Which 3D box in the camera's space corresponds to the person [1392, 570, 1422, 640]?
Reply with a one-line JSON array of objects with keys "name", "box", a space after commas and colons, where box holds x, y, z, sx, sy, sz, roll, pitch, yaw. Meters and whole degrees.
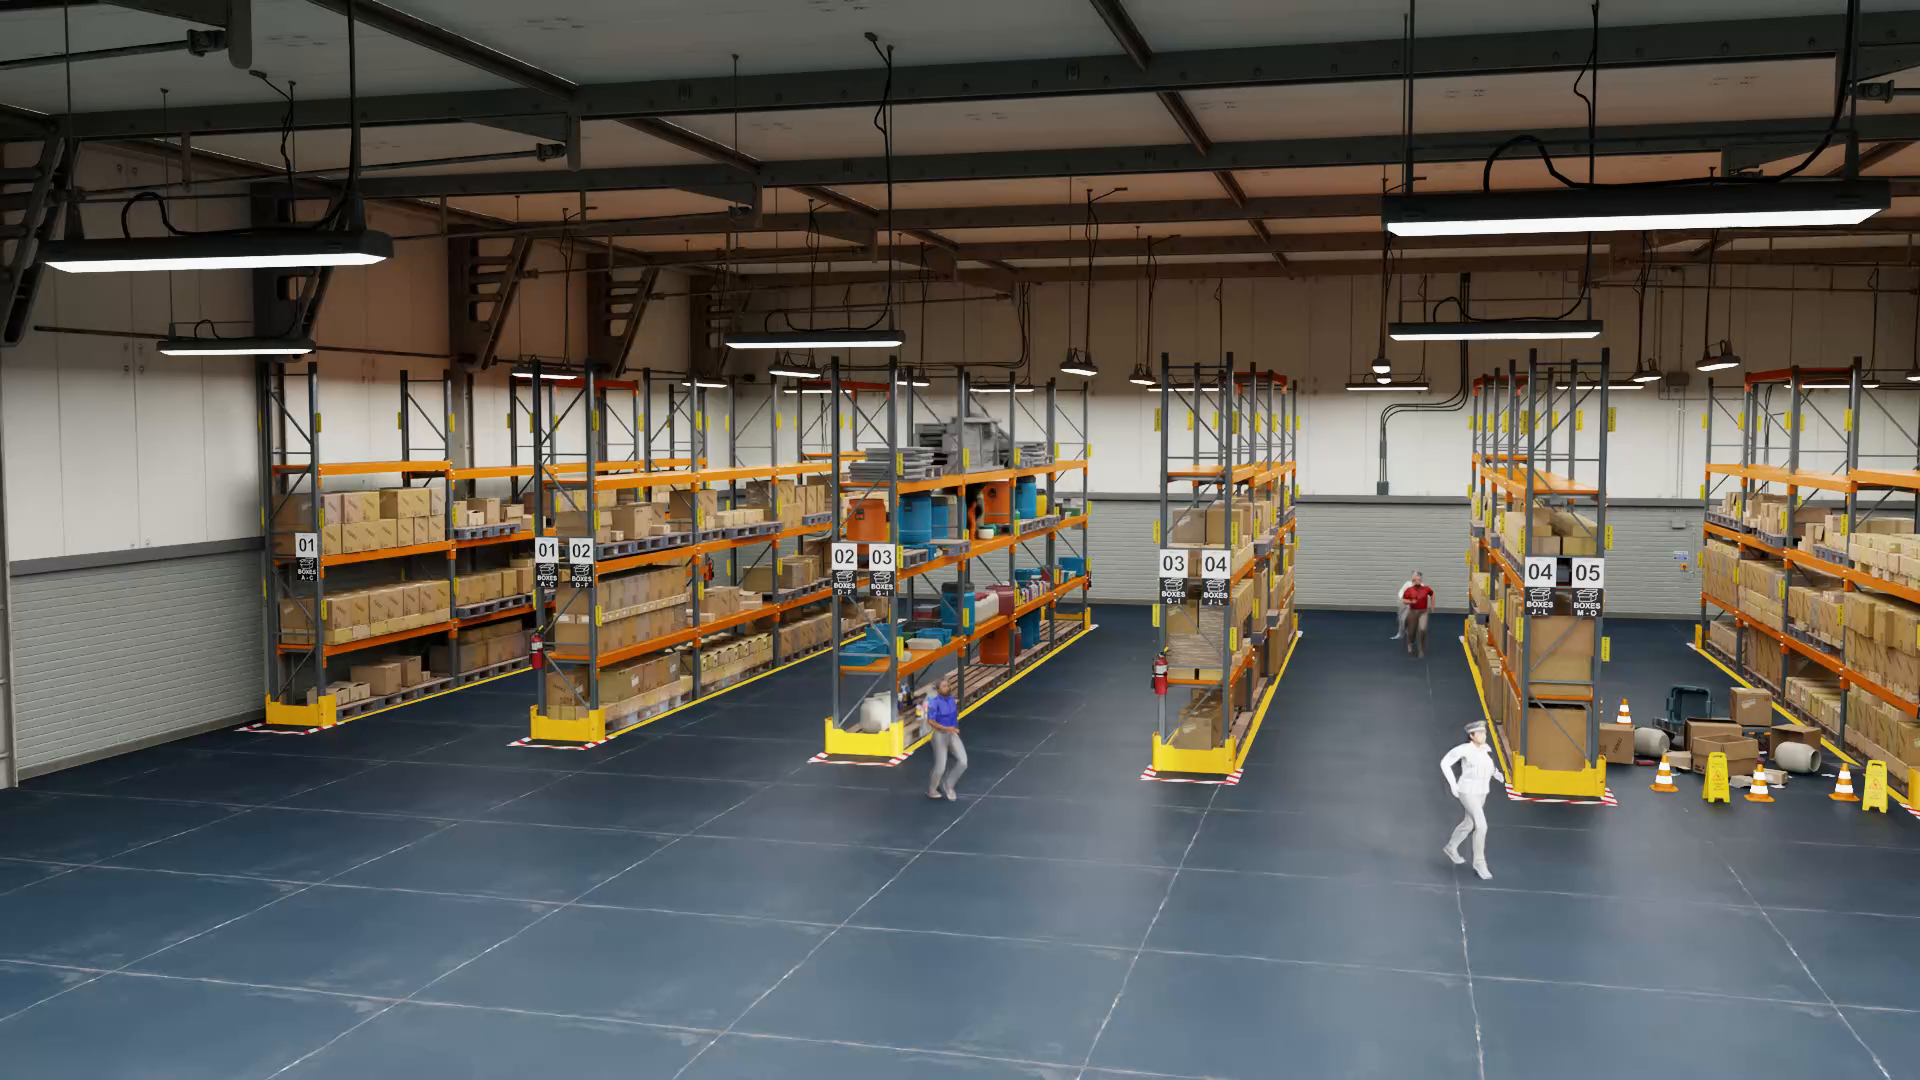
[{"name": "person", "box": [10.358, 1.497, 38.279, 0.661, 1.615, 0.689, -3, 5, -37]}]

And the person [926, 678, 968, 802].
[{"name": "person", "box": [-0.184, 2.646, 22.008, 0.581, 1.651, 0.656, -3, 5, -39]}]

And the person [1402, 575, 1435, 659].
[{"name": "person", "box": [9.845, 1.638, 35.719, 0.673, 1.784, 0.927, 1, 4, 15]}]

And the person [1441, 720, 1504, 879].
[{"name": "person", "box": [5.723, 2.857, 18.563, 0.600, 1.743, 0.751, -3, 5, -34]}]
